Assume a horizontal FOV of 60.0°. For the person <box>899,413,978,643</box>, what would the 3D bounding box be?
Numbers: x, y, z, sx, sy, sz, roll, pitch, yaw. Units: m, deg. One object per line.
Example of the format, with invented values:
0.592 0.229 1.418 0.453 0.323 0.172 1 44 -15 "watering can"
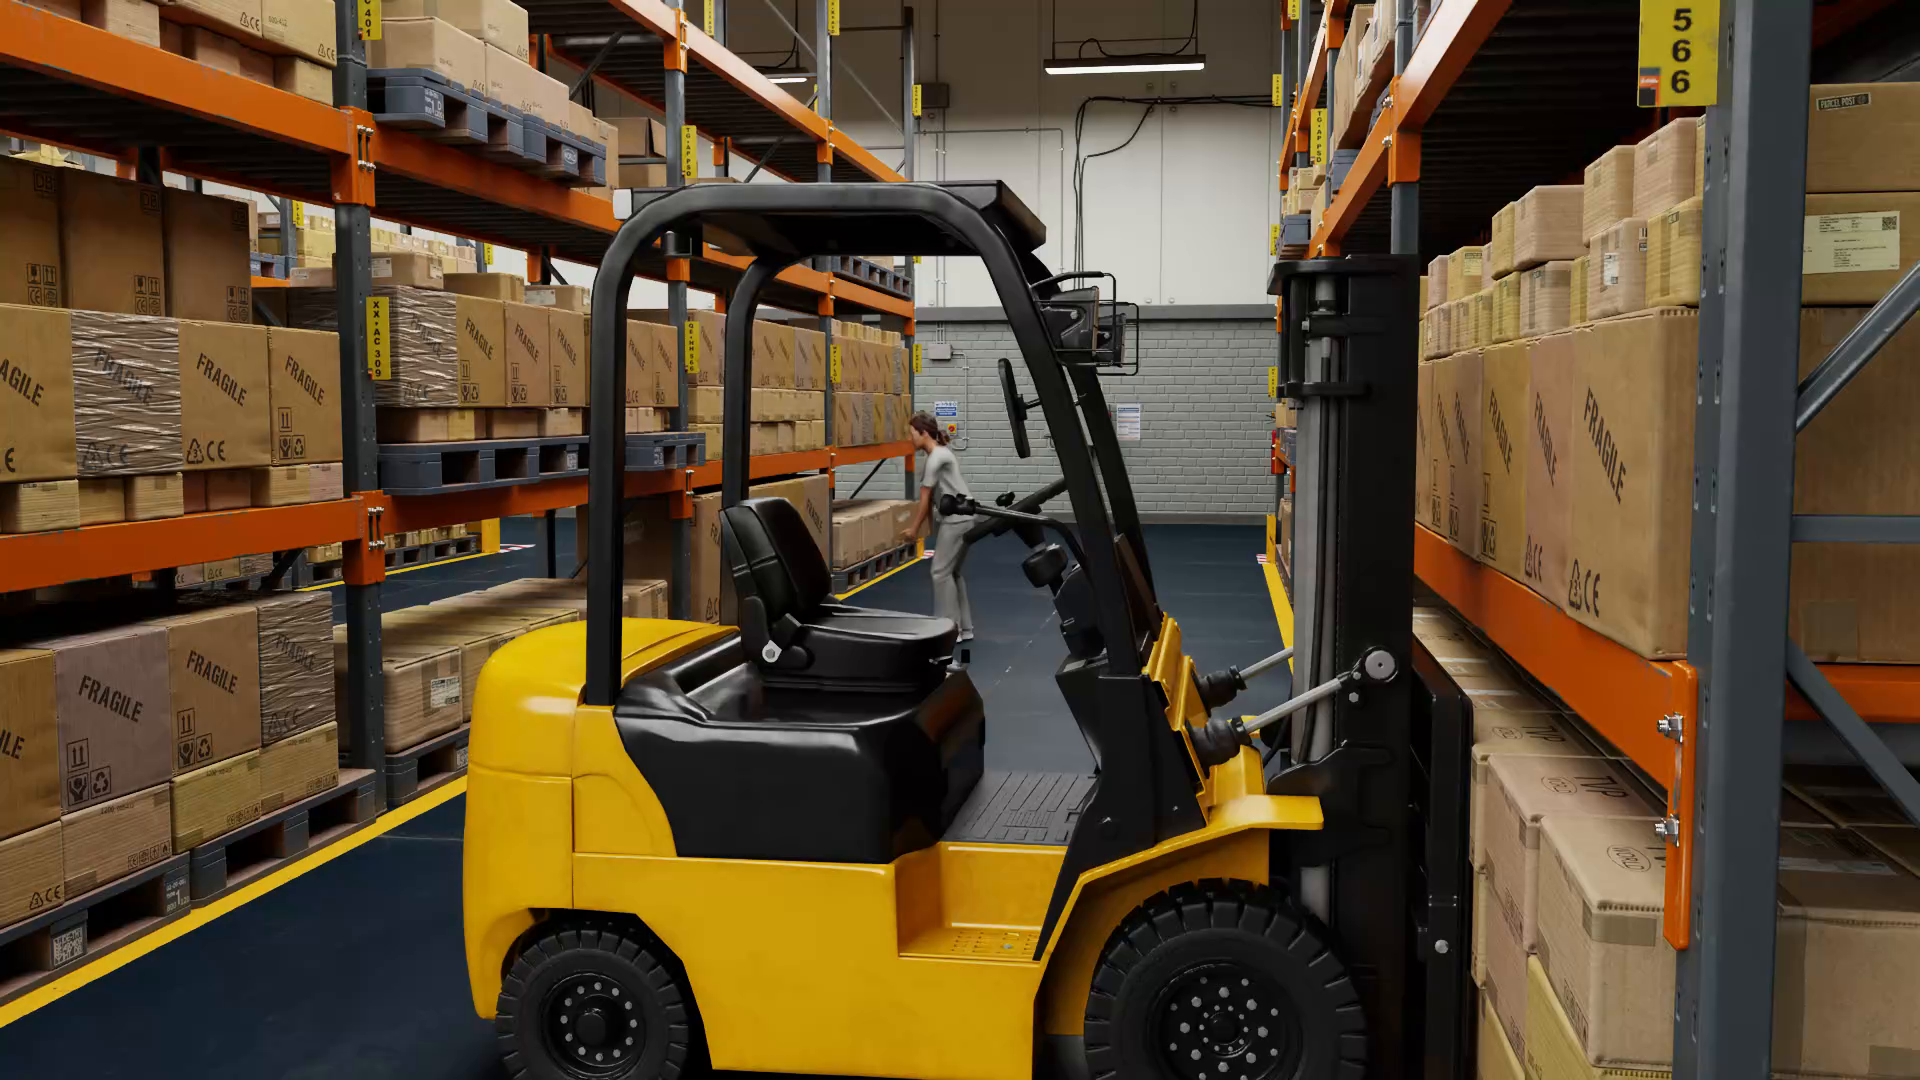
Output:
-0.146 -0.085 11.779 0.536 1.626 0.405 1 5 8 "person"
